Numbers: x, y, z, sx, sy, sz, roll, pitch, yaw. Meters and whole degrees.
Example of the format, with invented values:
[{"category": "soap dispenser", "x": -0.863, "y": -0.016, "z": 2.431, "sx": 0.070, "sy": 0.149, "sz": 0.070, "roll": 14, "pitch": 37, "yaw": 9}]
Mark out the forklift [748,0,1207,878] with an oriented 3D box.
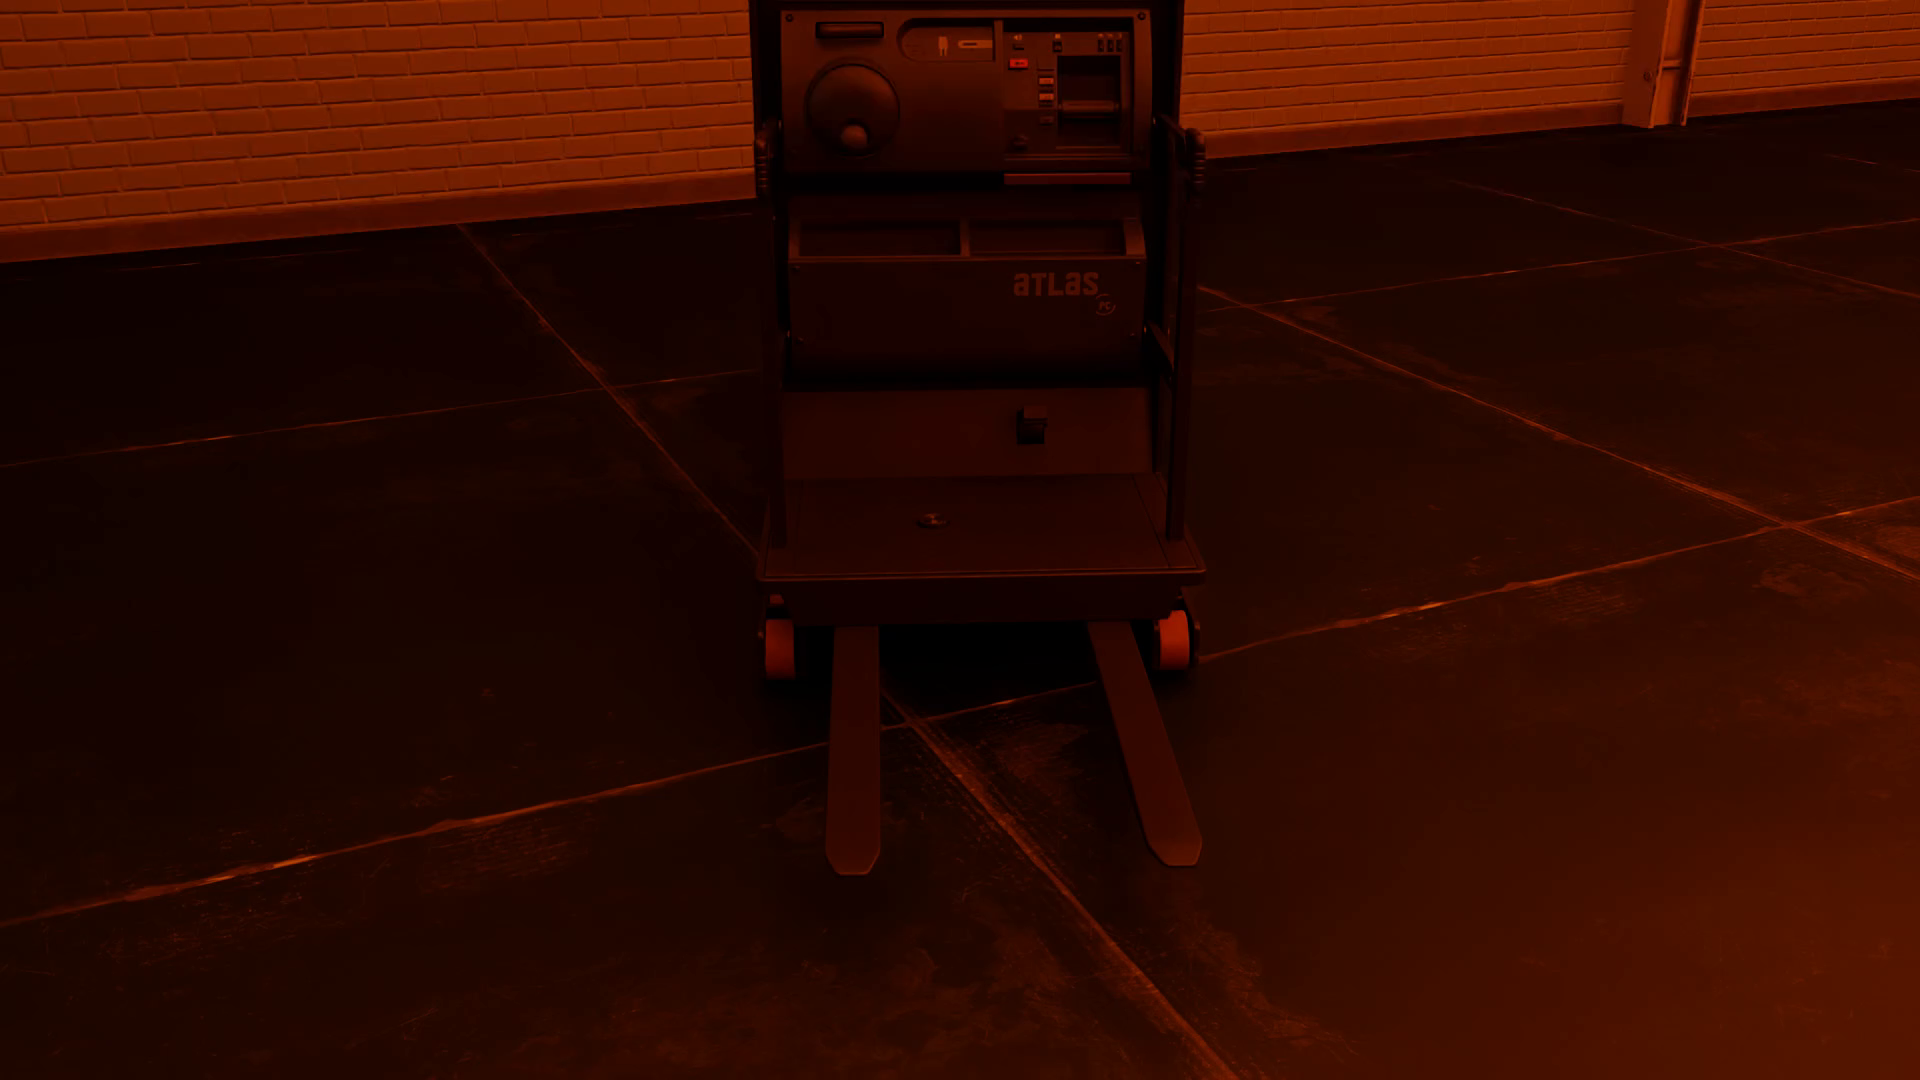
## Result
[{"category": "forklift", "x": 0.030, "y": -1.120, "z": 3.982, "sx": 1.130, "sy": 2.935, "sz": 3.031, "roll": -1, "pitch": 23, "yaw": -3}]
